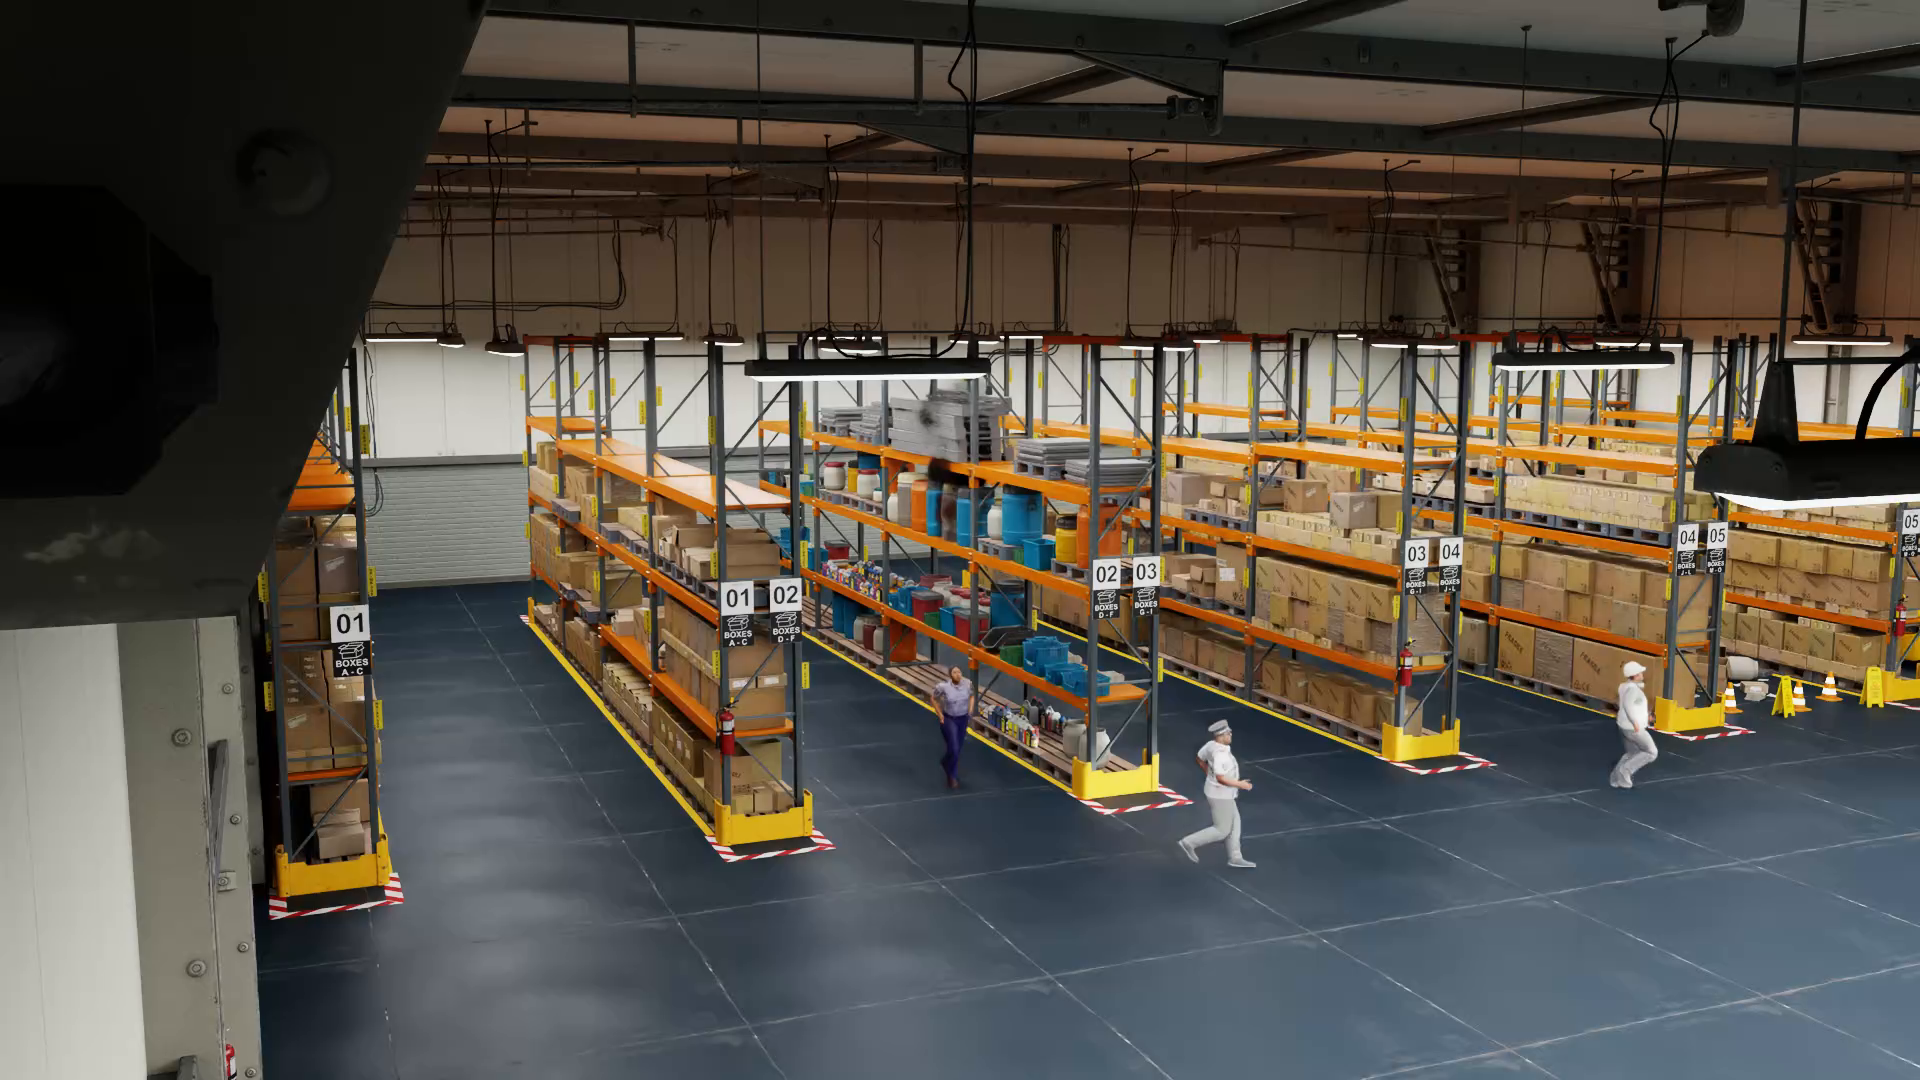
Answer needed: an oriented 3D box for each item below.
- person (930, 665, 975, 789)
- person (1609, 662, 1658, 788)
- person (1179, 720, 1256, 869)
[{"bbox_3d":[-0.097,2.524,22.753,0.612,1.715,0.704,-4,9,-29],"label":"person"},{"bbox_3d":[9.089,2.499,22.398,0.572,1.734,0.661,1,8,5],"label":"person"},{"bbox_3d":[2.969,2.928,19.101,0.919,1.770,0.673,0,8,-1],"label":"person"}]
